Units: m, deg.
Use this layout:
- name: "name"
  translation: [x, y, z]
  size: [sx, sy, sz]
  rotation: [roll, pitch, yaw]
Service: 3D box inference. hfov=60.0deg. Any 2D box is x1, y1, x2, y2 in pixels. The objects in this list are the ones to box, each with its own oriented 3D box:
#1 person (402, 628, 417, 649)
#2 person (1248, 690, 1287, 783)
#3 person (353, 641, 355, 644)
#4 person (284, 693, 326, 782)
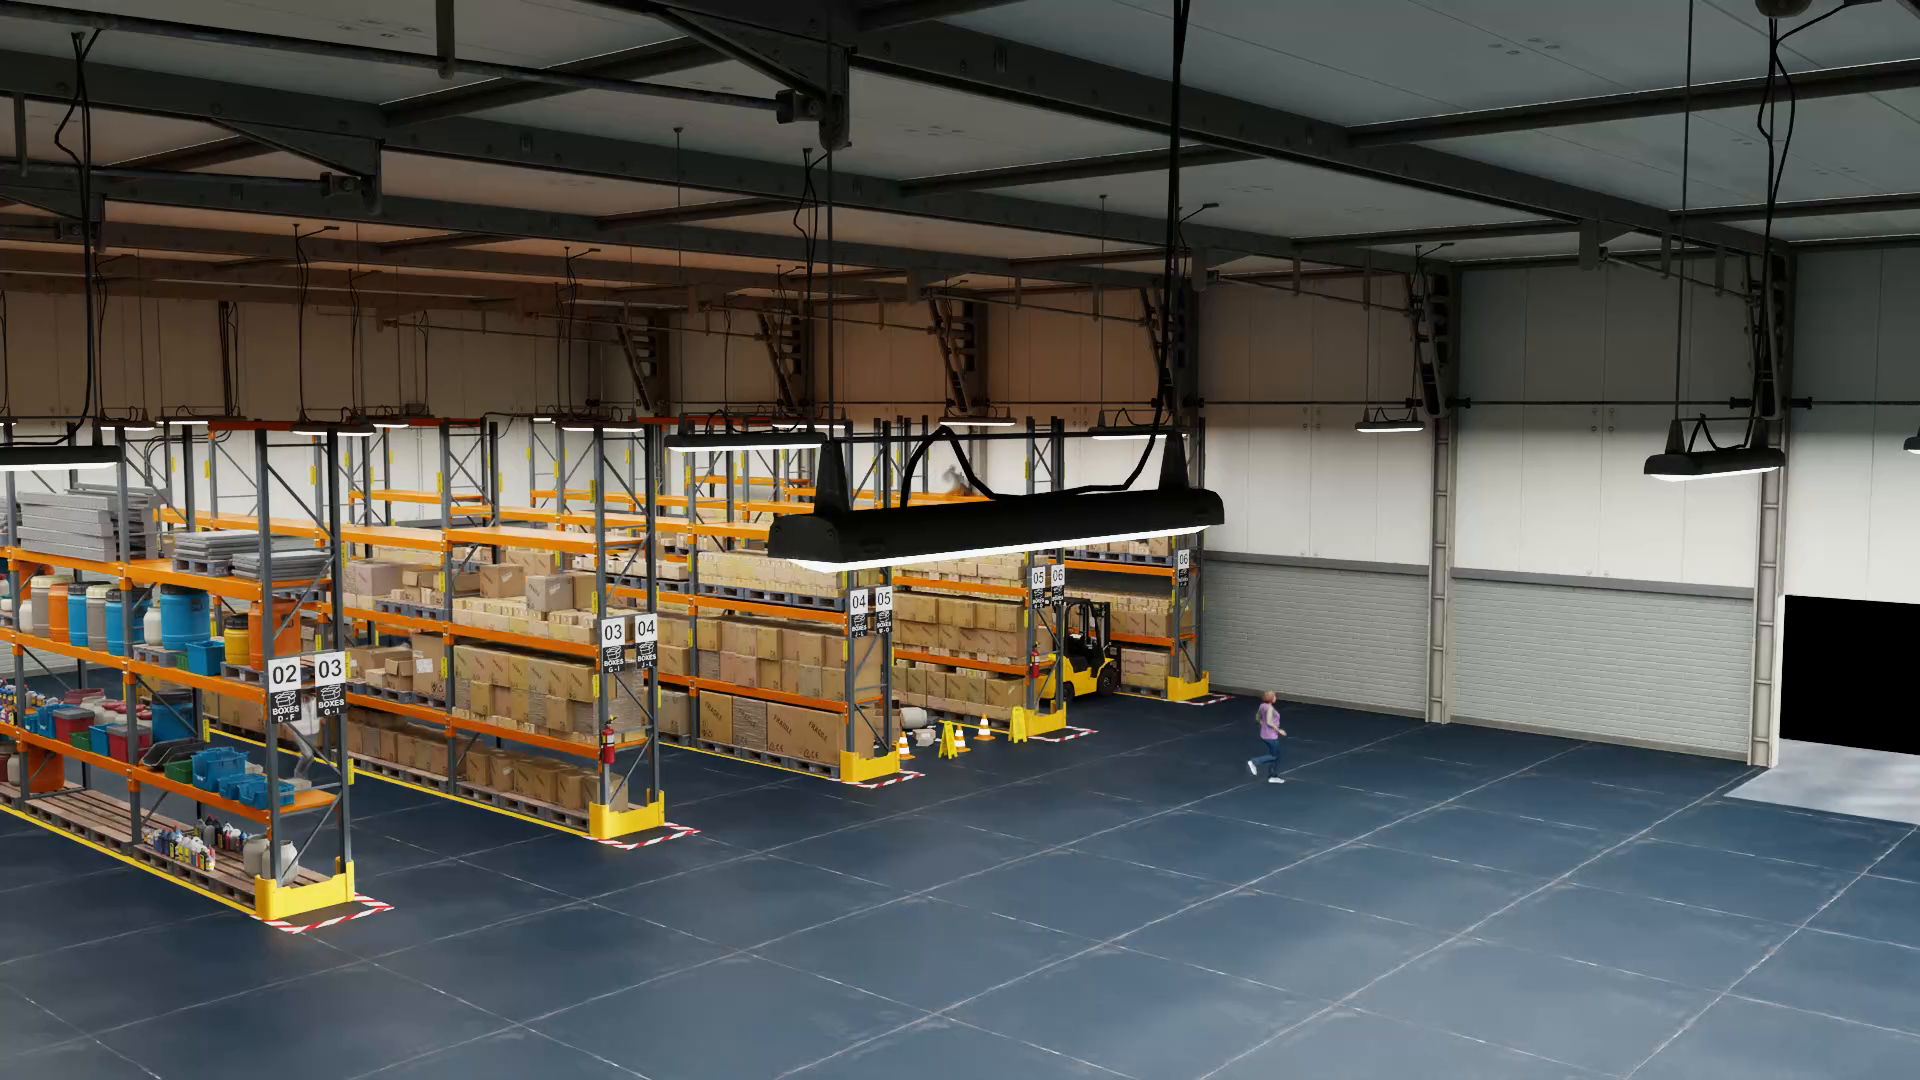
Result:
- name: "person"
  translation: [-11.126, 2.649, 34.095]
  size: [0.610, 1.692, 0.646]
  rotation: [4, 6, 42]
- name: "person"
  translation: [5.075, 3.312, 27.585]
  size: [0.657, 1.477, 0.546]
  rotation: [-1, 5, -7]
- name: "person"
  translation: [-12.518, 2.643, 33.965]
  size: [0.569, 1.721, 0.674]
  rotation: [4, 6, 39]
- name: "person"
  translation: [-10.745, 3.177, 27.386]
  size: [0.677, 1.759, 0.661]
  rotation: [4, 6, 38]
